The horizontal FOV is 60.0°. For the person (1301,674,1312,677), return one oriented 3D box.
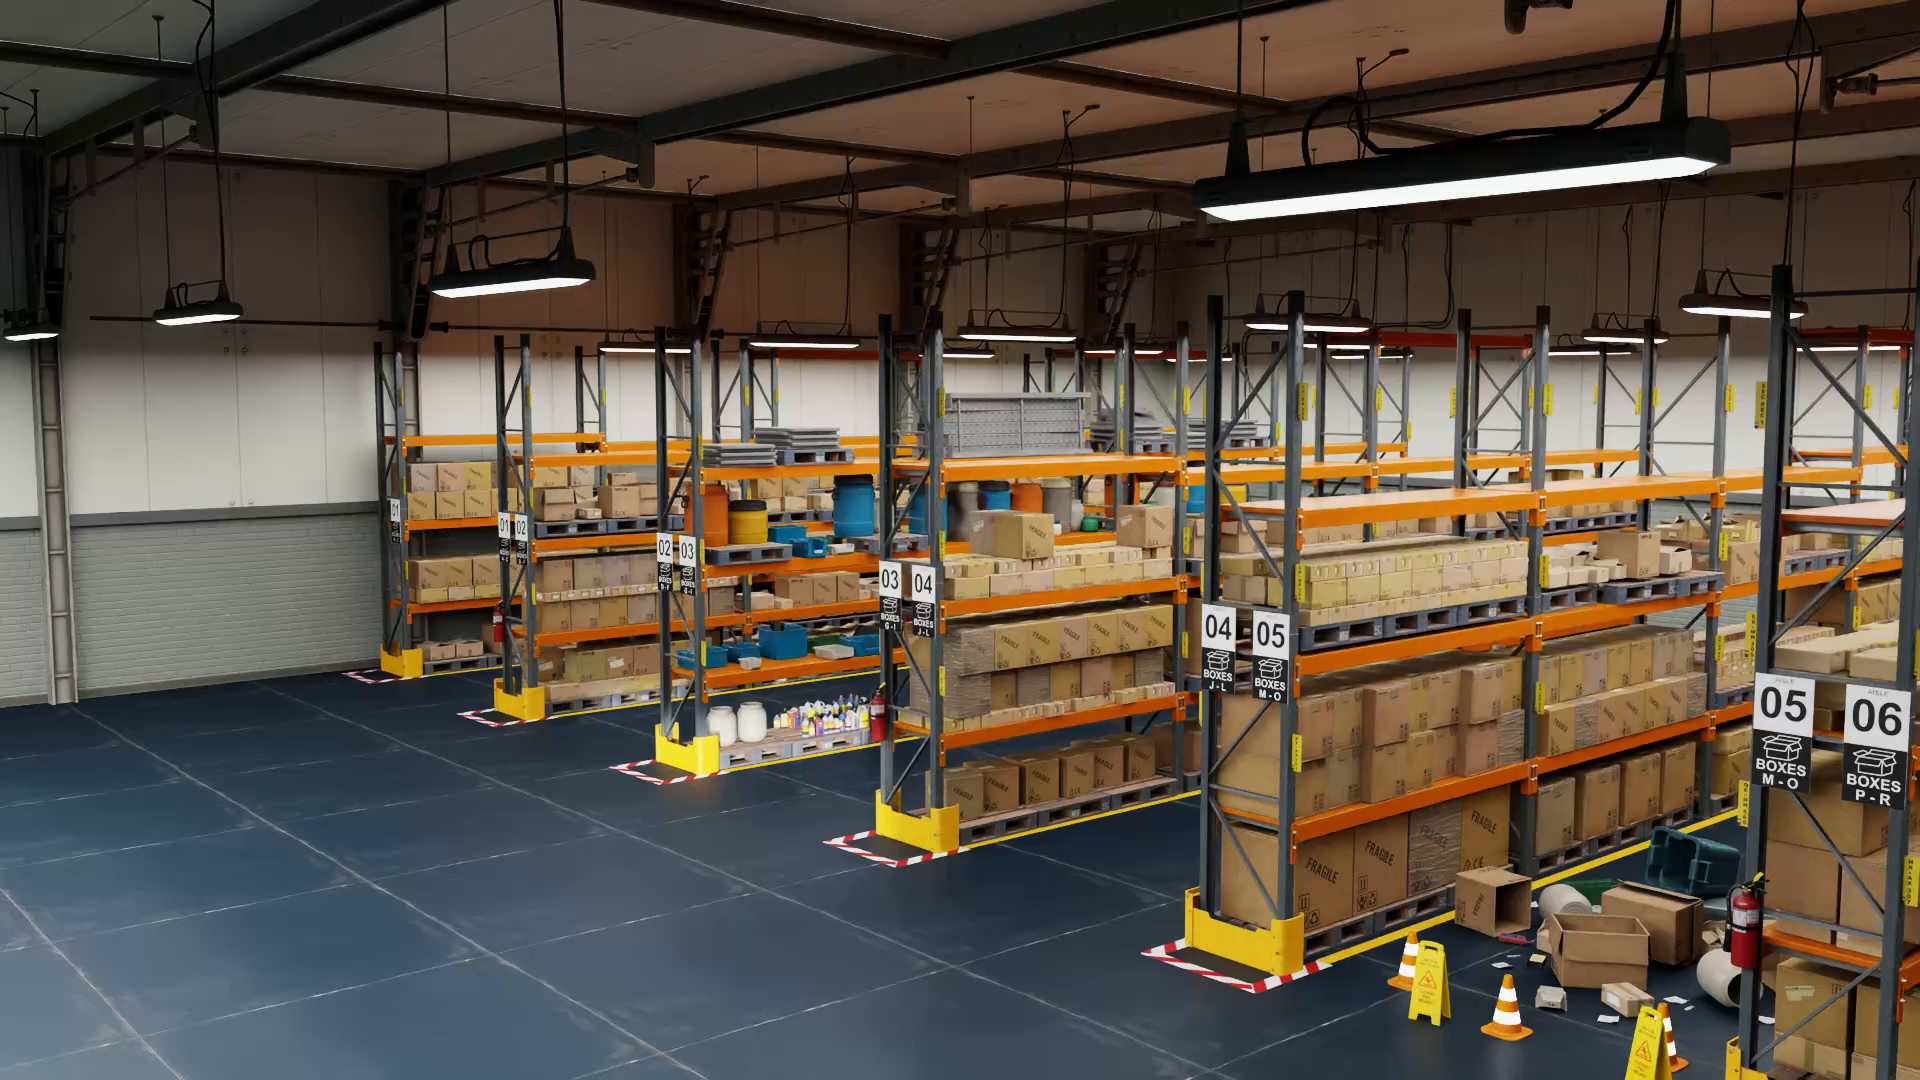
[{"bbox_3d":[4.211,2.499,20.691,0.531,1.585,0.423,-3,6,-26],"label":"person"}]

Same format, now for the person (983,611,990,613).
[{"bbox_3d":[0.615,1.633,29.723,0.511,1.642,0.931,5,7,44],"label":"person"}]

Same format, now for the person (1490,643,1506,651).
[{"bbox_3d":[7.394,2.252,22.841,0.475,1.676,1.086,5,7,44],"label":"person"}]
